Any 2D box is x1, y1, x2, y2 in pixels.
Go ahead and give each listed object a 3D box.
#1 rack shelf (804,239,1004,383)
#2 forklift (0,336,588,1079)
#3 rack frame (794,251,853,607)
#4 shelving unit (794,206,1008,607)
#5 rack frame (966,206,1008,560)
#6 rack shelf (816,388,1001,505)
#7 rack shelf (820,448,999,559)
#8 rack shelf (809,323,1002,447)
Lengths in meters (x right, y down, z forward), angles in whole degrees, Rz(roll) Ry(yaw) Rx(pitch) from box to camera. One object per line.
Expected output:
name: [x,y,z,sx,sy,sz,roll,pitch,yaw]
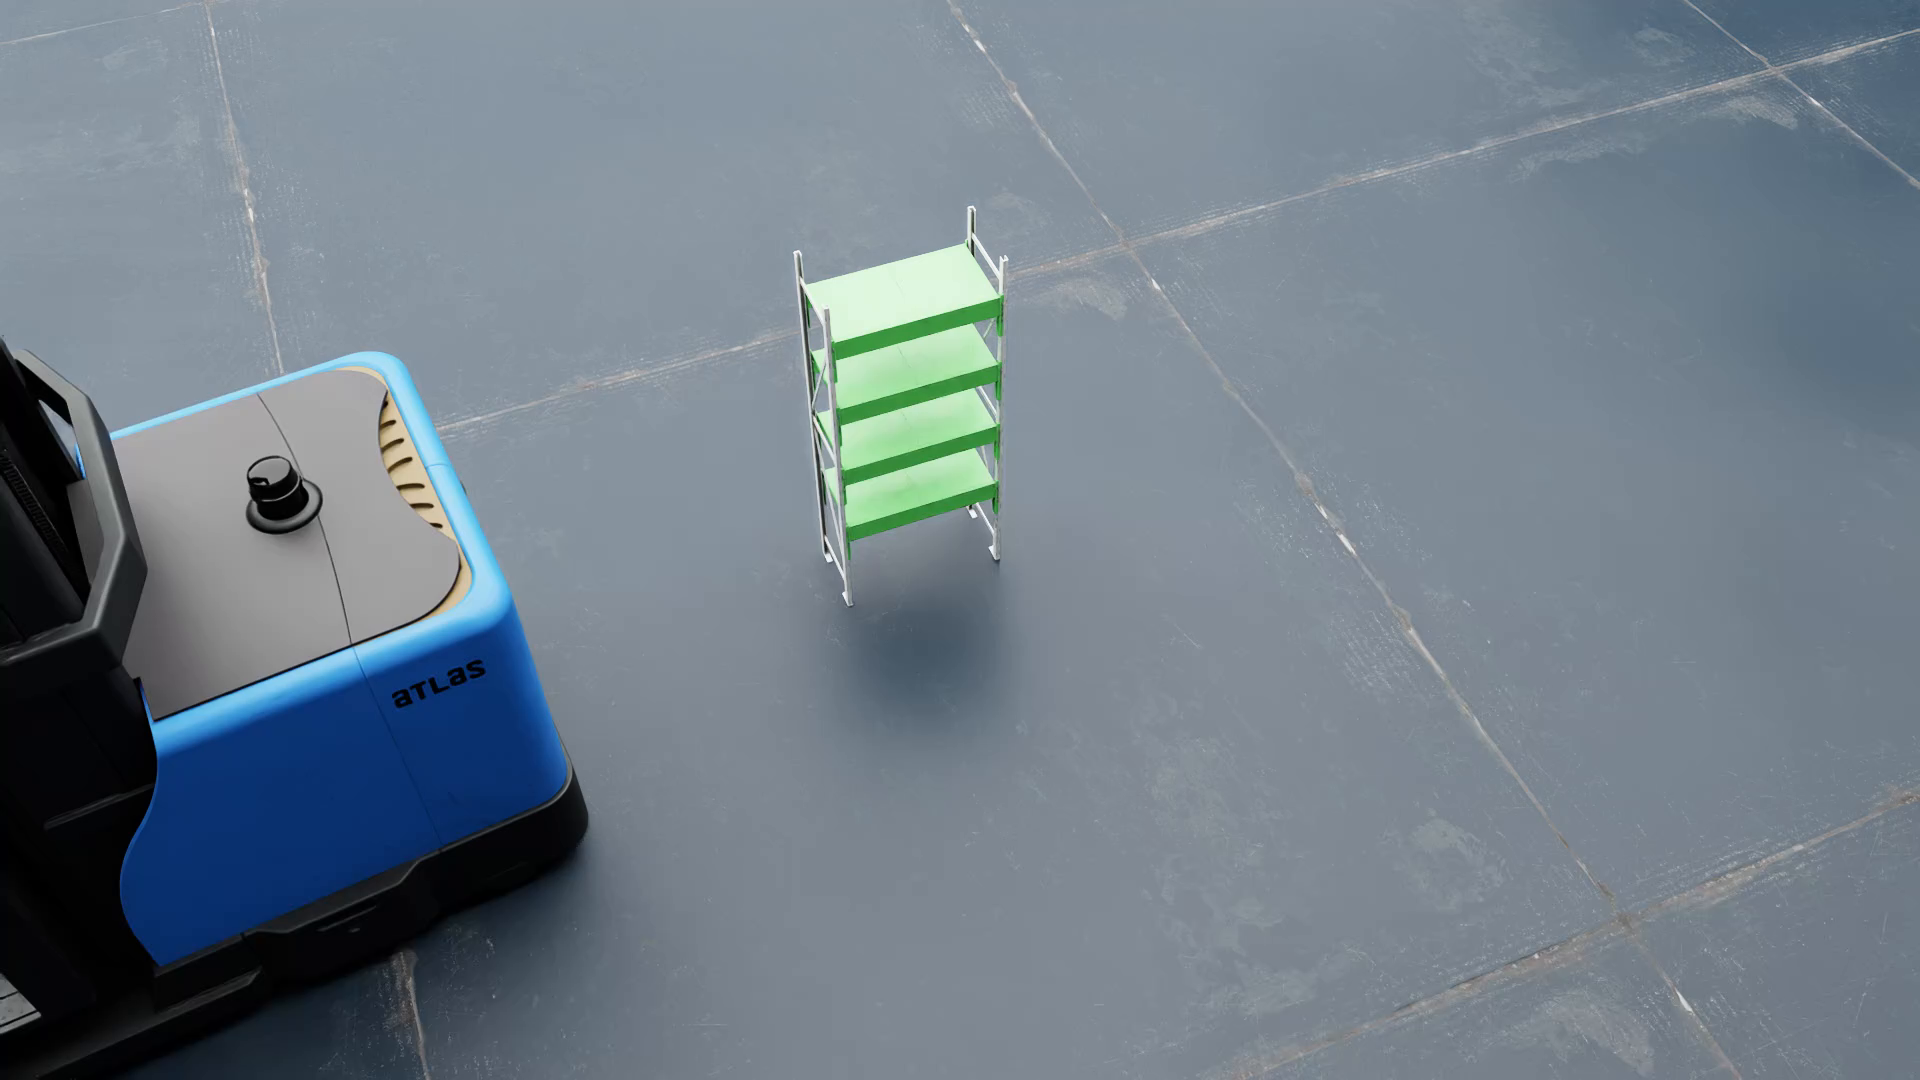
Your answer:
rack shelf: [-0.153,-0.615,4.438,0.480,0.148,0.258,-17,52,-14]
forklift: [-2.549,0.089,3.241,3.031,2.935,1.130,-22,53,-18]
rack frame: [-0.379,-0.273,4.694,0.015,1.200,0.240,-17,52,-14]
shelving unit: [-0.153,-0.343,4.754,0.503,1.200,0.258,-17,52,-14]
rack frame: [0.073,-0.413,4.814,0.015,1.200,0.240,-17,52,-14]
rack shelf: [-0.153,-0.302,4.803,0.480,0.148,0.258,-17,52,-14]
rack shelf: [-0.153,-0.145,4.985,0.480,0.148,0.258,-17,52,-14]
rack shelf: [-0.153,-0.458,4.620,0.480,0.148,0.258,-17,52,-14]
